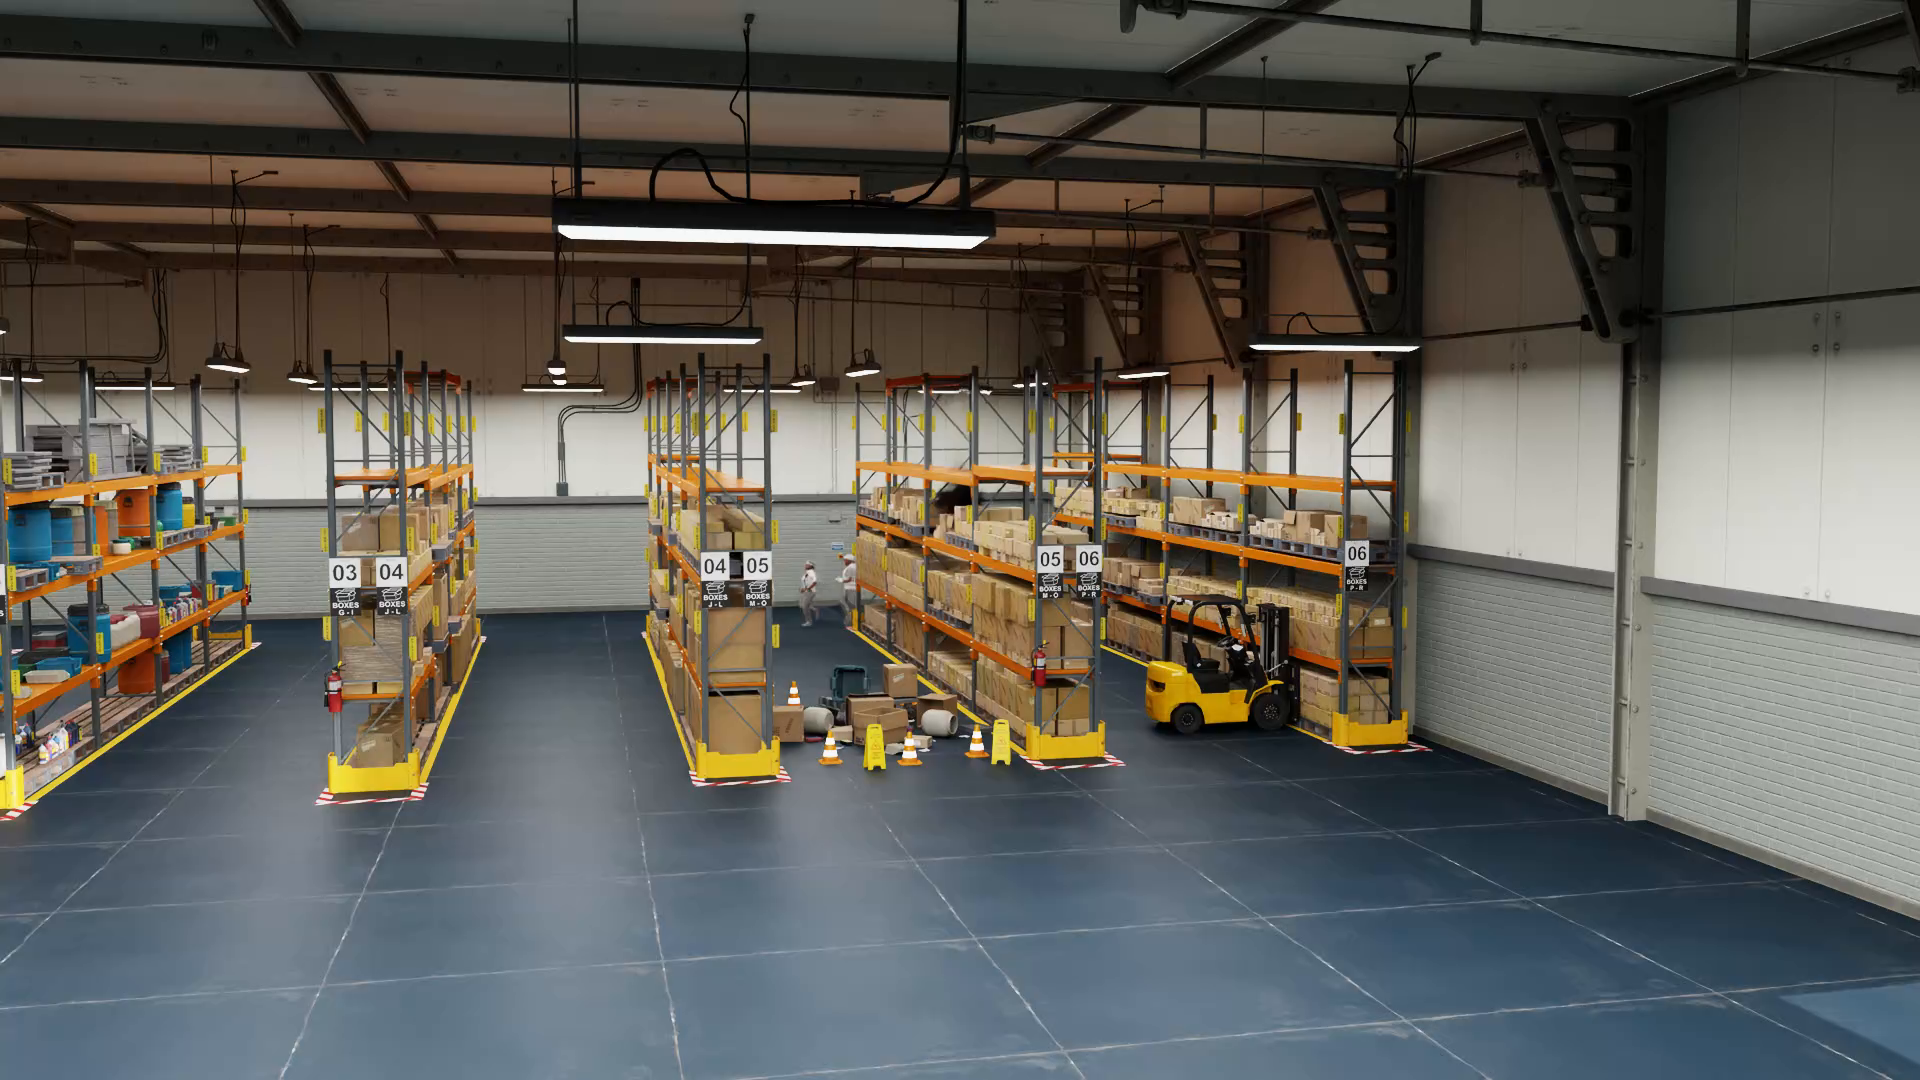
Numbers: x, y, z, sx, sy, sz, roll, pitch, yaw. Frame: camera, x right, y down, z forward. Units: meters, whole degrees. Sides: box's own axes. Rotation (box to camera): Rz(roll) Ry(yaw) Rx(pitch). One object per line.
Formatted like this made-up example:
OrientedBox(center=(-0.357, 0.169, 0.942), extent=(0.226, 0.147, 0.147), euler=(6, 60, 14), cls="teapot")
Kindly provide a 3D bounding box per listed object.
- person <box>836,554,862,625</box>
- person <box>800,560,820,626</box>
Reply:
OrientedBox(center=(-2.751, 1.237, 41.464), extent=(0.694, 1.805, 0.675), euler=(0, 4, -6), cls="person")
OrientedBox(center=(-3.726, 1.306, 41.366), extent=(0.561, 1.660, 0.585), euler=(-2, 4, -22), cls="person")
